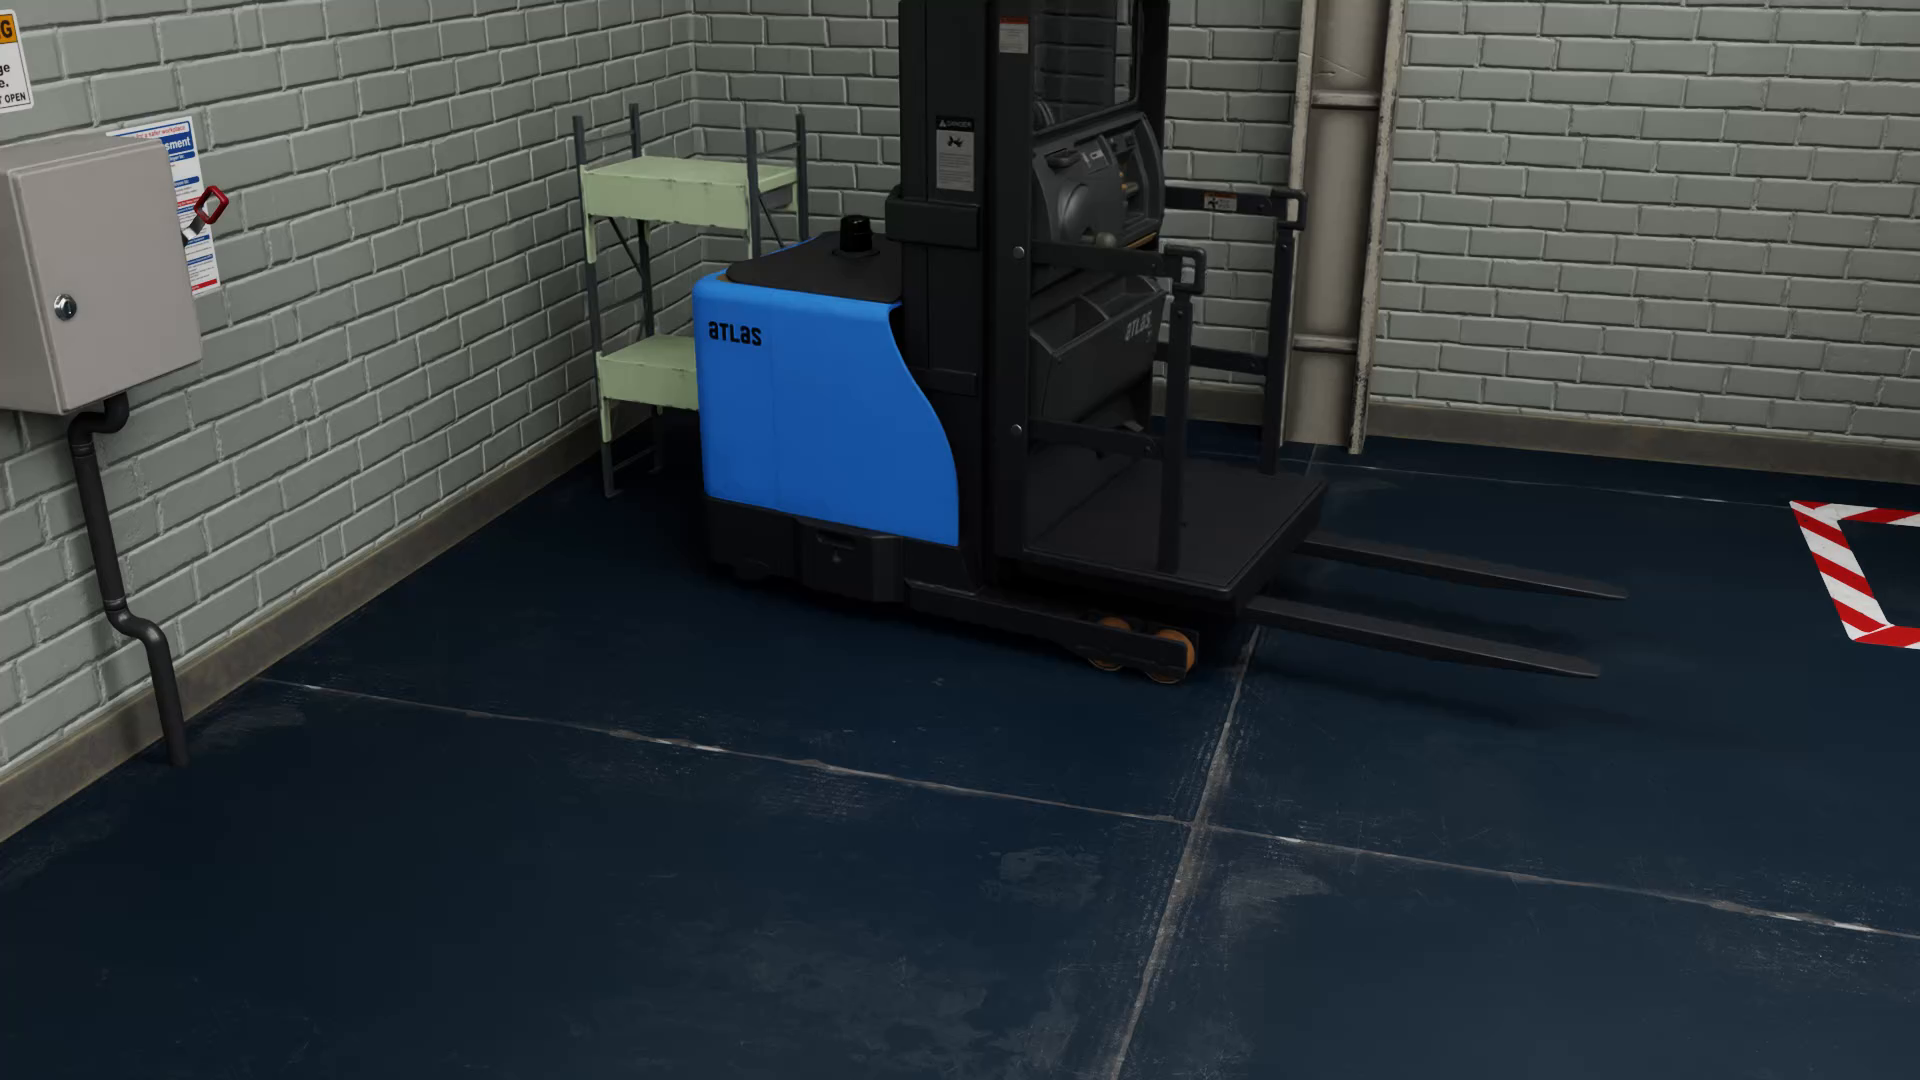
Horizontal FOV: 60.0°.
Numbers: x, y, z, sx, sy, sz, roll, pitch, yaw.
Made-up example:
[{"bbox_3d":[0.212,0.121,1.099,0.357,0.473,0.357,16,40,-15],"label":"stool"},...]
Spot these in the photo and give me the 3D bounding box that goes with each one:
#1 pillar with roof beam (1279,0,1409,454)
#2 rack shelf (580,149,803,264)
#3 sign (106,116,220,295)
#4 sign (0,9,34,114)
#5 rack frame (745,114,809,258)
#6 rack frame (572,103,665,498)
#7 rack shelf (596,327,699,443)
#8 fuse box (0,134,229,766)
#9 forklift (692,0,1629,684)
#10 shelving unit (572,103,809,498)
[{"bbox_3d":[0.340,-3.046,1.838,0.400,9.000,9.100,7,23,16],"label":"pillar with roof beam"},{"bbox_3d":[-1.001,-1.238,6.282,0.720,0.370,0.431,9,24,22],"label":"rack shelf"},{"bbox_3d":[-2.240,-0.923,4.692,0.001,0.494,0.329,7,23,16],"label":"sign"},{"bbox_3d":[-2.399,-1.149,4.030,0.001,0.242,0.339,7,23,16],"label":"sign"},{"bbox_3d":[-0.665,-0.821,6.295,0.023,1.500,0.400,9,24,22],"label":"rack frame"},{"bbox_3d":[-1.336,-0.932,6.566,0.023,1.500,0.400,9,24,22],"label":"rack frame"},{"bbox_3d":[-1.001,-0.575,6.554,0.720,0.370,0.431,9,24,22],"label":"rack shelf"},{"bbox_3d":[-2.185,-0.168,4.425,0.414,1.711,0.539,7,23,16],"label":"fuse box"},{"bbox_3d":[0.629,-1.138,5.183,3.031,2.935,1.130,11,25,25],"label":"forklift"},{"bbox_3d":[-1.001,-0.876,6.430,0.755,1.500,0.431,9,24,22],"label":"shelving unit"}]
